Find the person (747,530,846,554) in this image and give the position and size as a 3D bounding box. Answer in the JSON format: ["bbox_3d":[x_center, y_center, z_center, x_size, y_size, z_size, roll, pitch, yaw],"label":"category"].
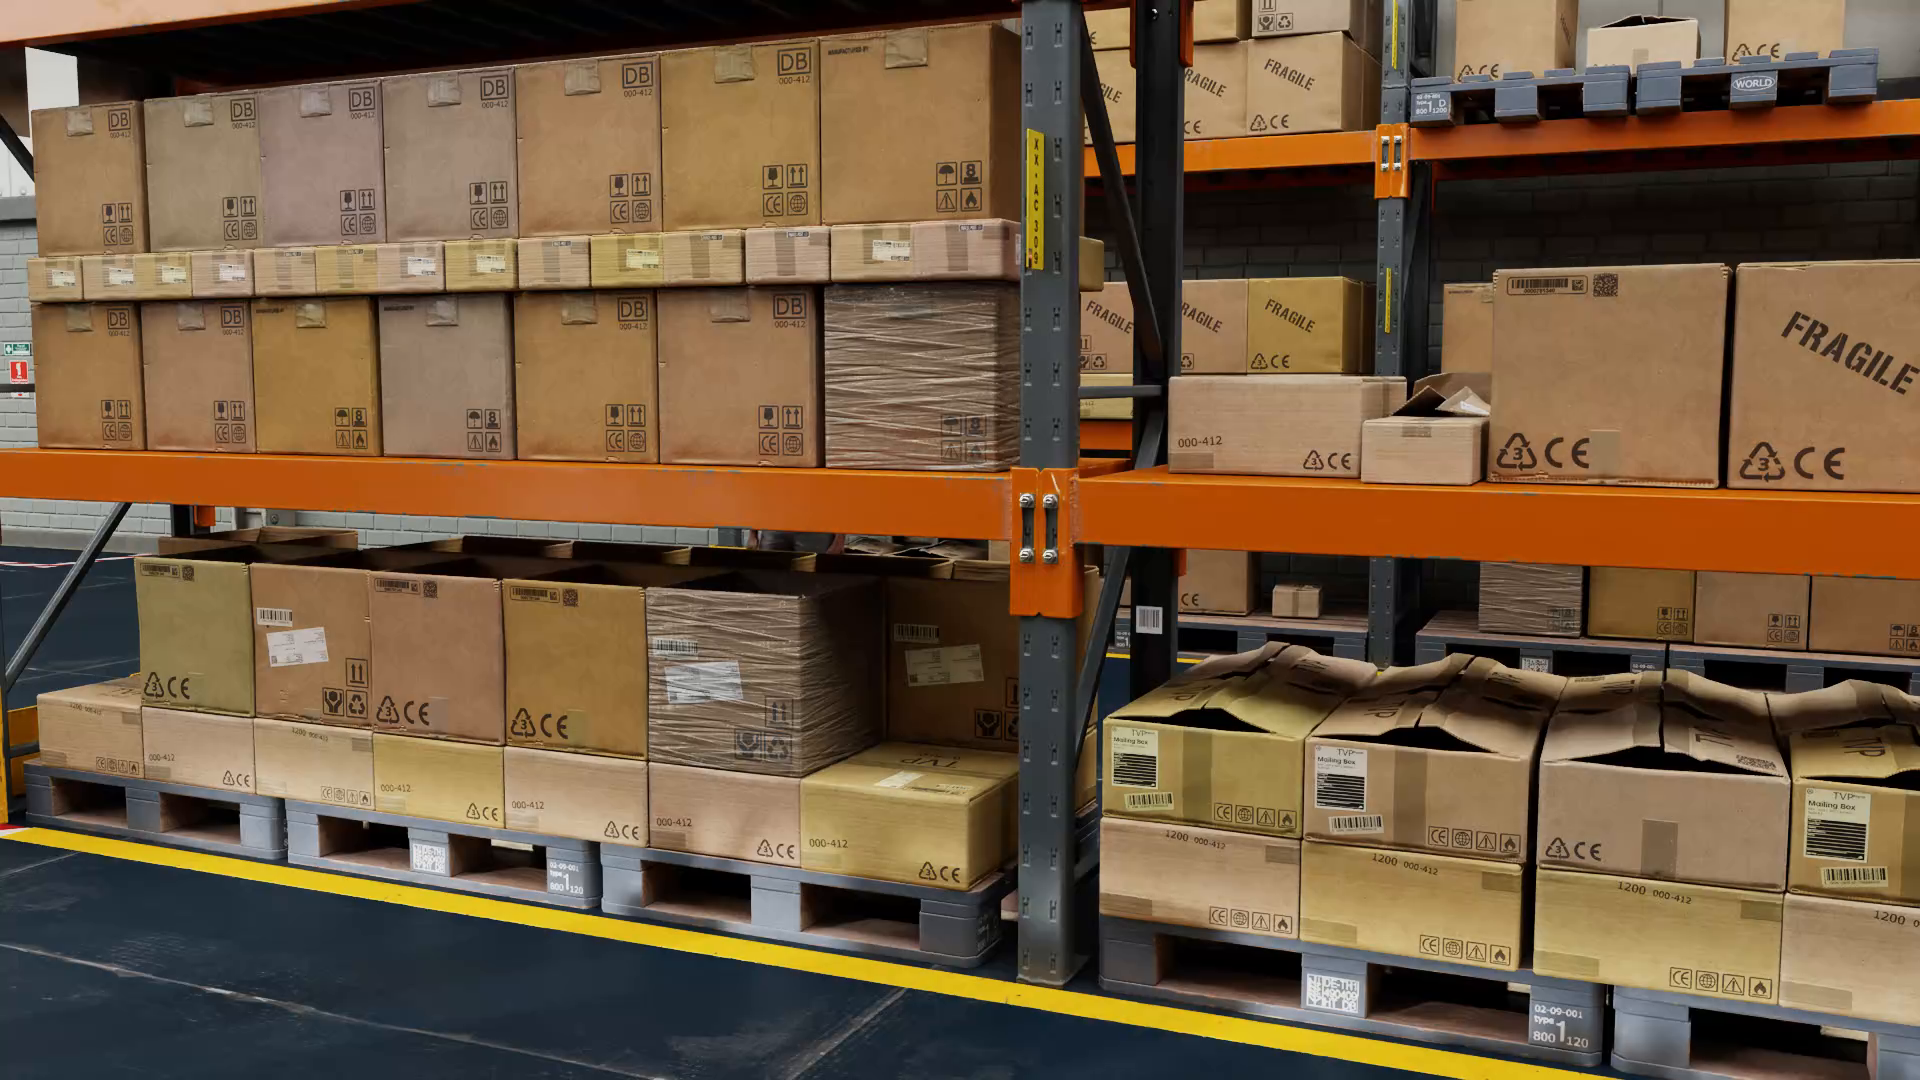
[{"bbox_3d":[-0.722,0.000,7.366,0.503,1.654,0.350,2,6,24],"label":"person"}]
